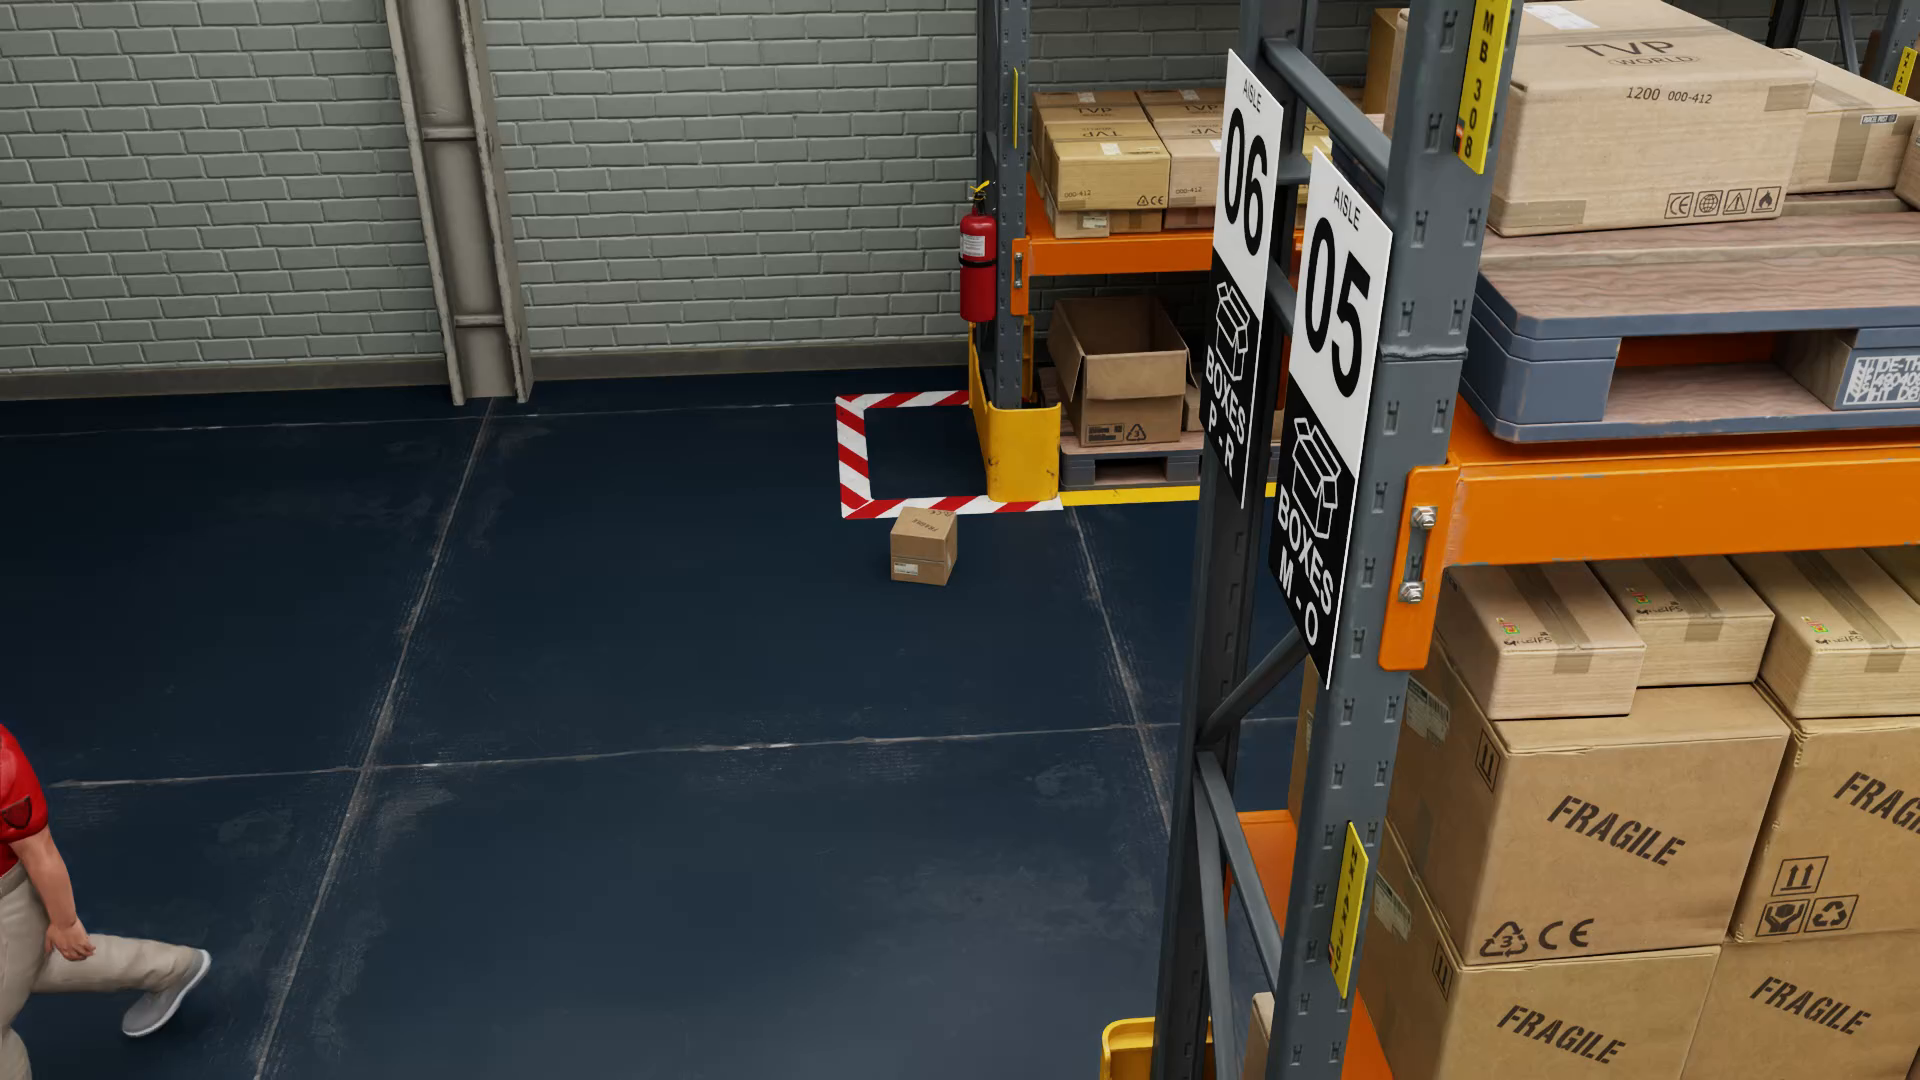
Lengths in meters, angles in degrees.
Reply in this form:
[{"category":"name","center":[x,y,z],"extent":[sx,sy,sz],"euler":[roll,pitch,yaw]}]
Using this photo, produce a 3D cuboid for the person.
[{"category":"person","center":[-2.630,0.949,4.557],"extent":[0.928,1.685,0.541],"euler":[-25,39,-35]}]
